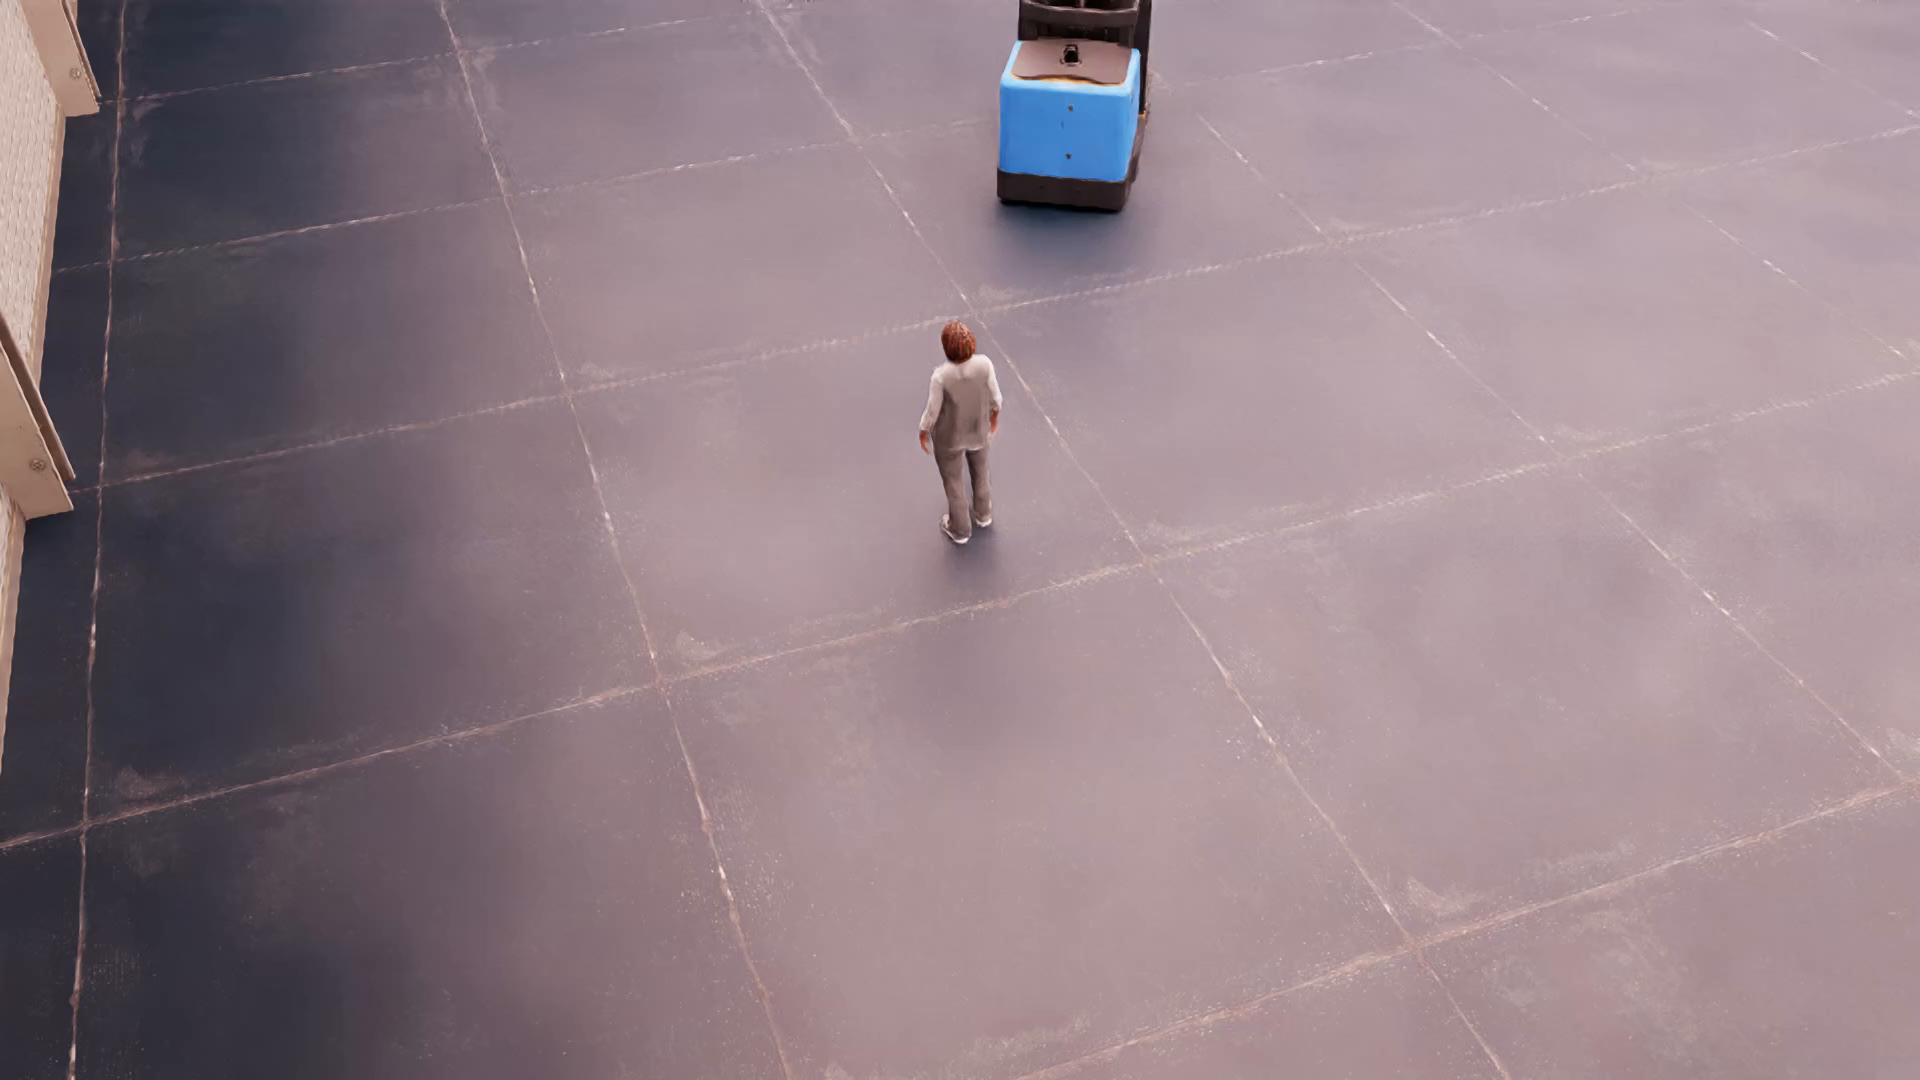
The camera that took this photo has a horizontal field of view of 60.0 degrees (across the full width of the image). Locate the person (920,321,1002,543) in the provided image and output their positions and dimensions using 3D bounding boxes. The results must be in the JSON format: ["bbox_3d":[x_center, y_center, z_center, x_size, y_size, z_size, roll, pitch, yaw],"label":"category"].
[{"bbox_3d":[-0.013,-0.665,9.815,0.521,1.597,0.474,-13,42,-15],"label":"person"}]

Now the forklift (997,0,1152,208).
[{"bbox_3d":[1.070,-4.731,13.631,1.130,2.935,3.031,7,40,8],"label":"forklift"}]
